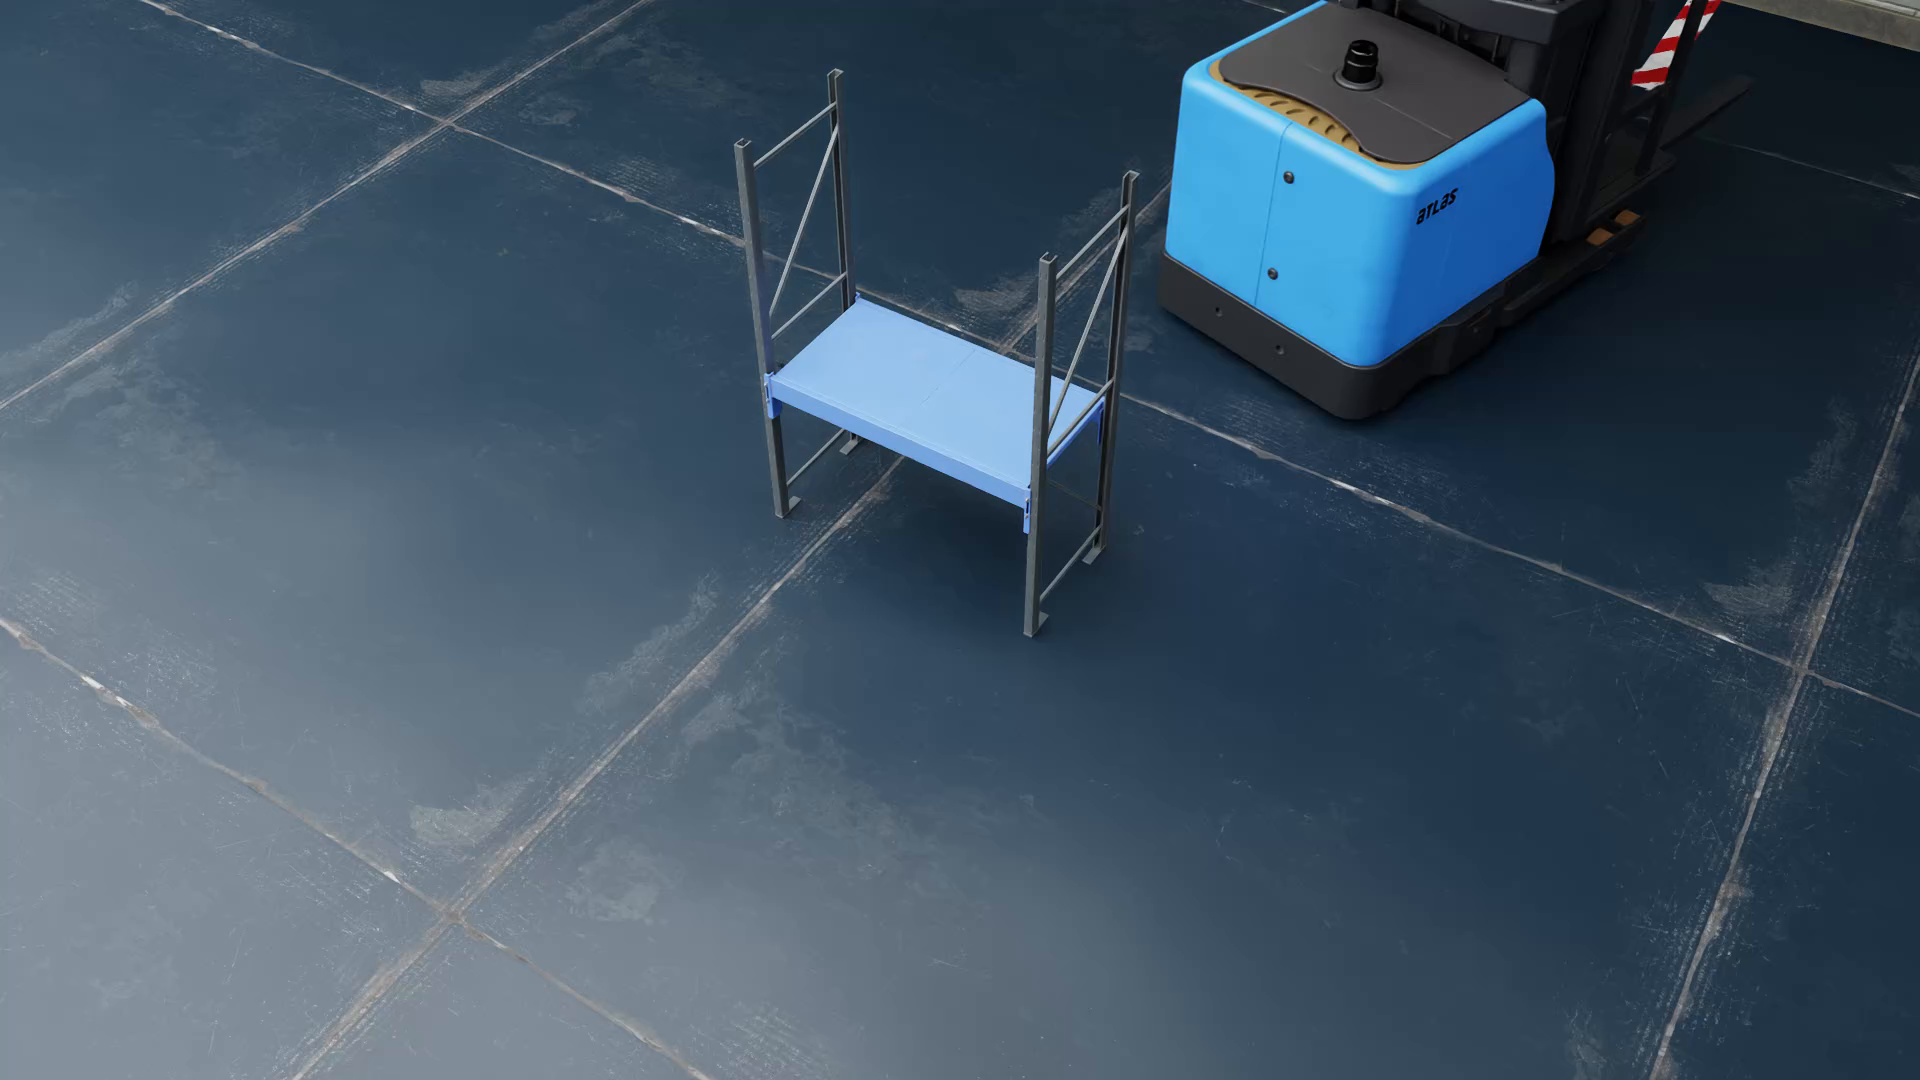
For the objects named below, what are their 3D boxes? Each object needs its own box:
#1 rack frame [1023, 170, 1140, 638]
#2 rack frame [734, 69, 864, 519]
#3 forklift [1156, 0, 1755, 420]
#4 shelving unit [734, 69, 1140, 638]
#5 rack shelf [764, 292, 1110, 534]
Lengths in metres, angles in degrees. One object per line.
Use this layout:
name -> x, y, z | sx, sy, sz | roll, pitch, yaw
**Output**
rack frame -> 0.356, -0.359, 5.053 | 0.032, 1.500, 0.500 | 25, 51, 22
rack frame -> -0.500, -0.753, 5.435 | 0.032, 1.500, 0.500 | 25, 51, 22
forklift -> 2.211, -2.383, 6.022 | 3.031, 2.935, 1.130 | -33, 54, -28
shelving unit -> -0.072, -0.556, 5.244 | 1.048, 1.500, 0.538 | 25, 51, 22
rack shelf -> -0.072, -0.430, 5.373 | 1.000, 0.185, 0.538 | 25, 51, 22
